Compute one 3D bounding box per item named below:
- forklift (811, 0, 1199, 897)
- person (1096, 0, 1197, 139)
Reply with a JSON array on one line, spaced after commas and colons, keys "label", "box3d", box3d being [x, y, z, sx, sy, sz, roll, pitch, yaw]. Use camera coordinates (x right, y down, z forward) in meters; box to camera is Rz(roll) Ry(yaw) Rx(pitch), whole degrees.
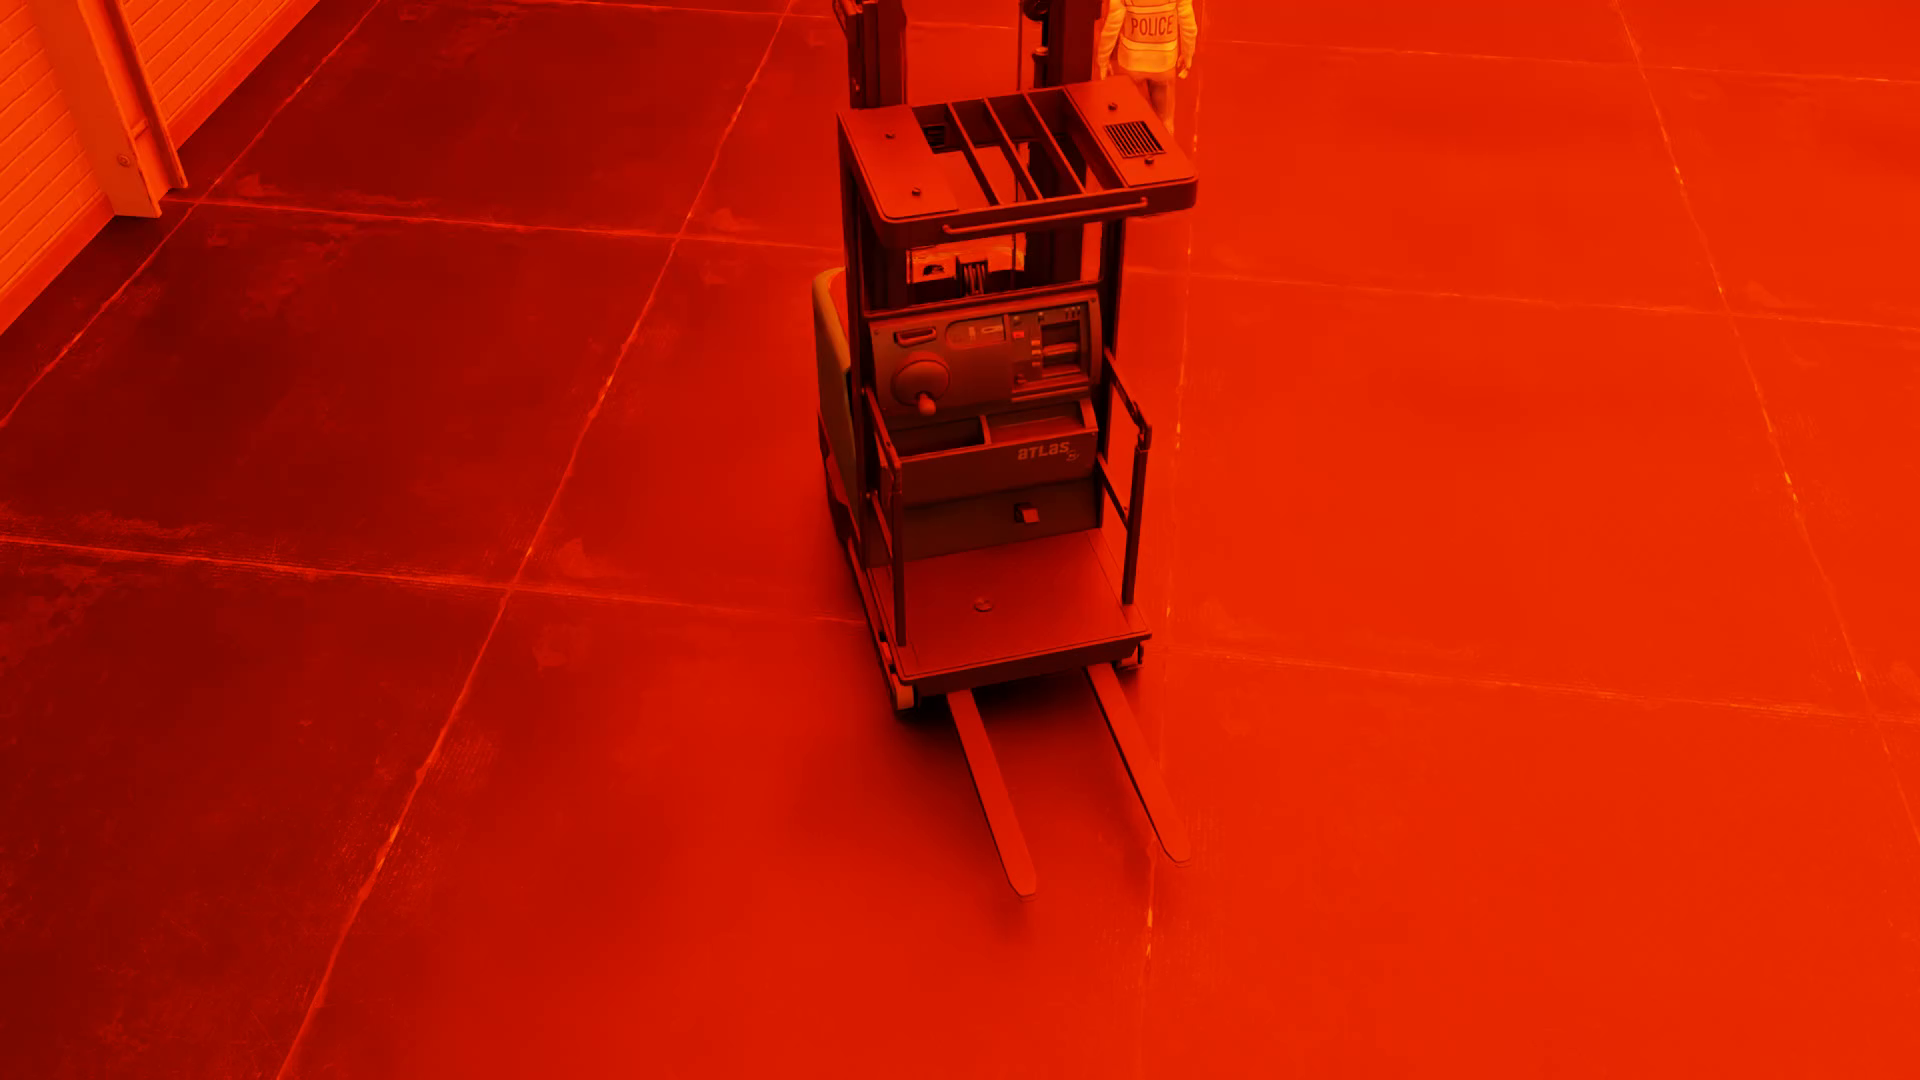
[{"label": "forklift", "box3d": [0.165, -0.648, 6.430, 1.130, 2.935, 3.031, -10, 44, -11]}, {"label": "person", "box3d": [1.074, -2.794, 9.686, 0.572, 1.708, 0.479, -2, 43, -2]}]
